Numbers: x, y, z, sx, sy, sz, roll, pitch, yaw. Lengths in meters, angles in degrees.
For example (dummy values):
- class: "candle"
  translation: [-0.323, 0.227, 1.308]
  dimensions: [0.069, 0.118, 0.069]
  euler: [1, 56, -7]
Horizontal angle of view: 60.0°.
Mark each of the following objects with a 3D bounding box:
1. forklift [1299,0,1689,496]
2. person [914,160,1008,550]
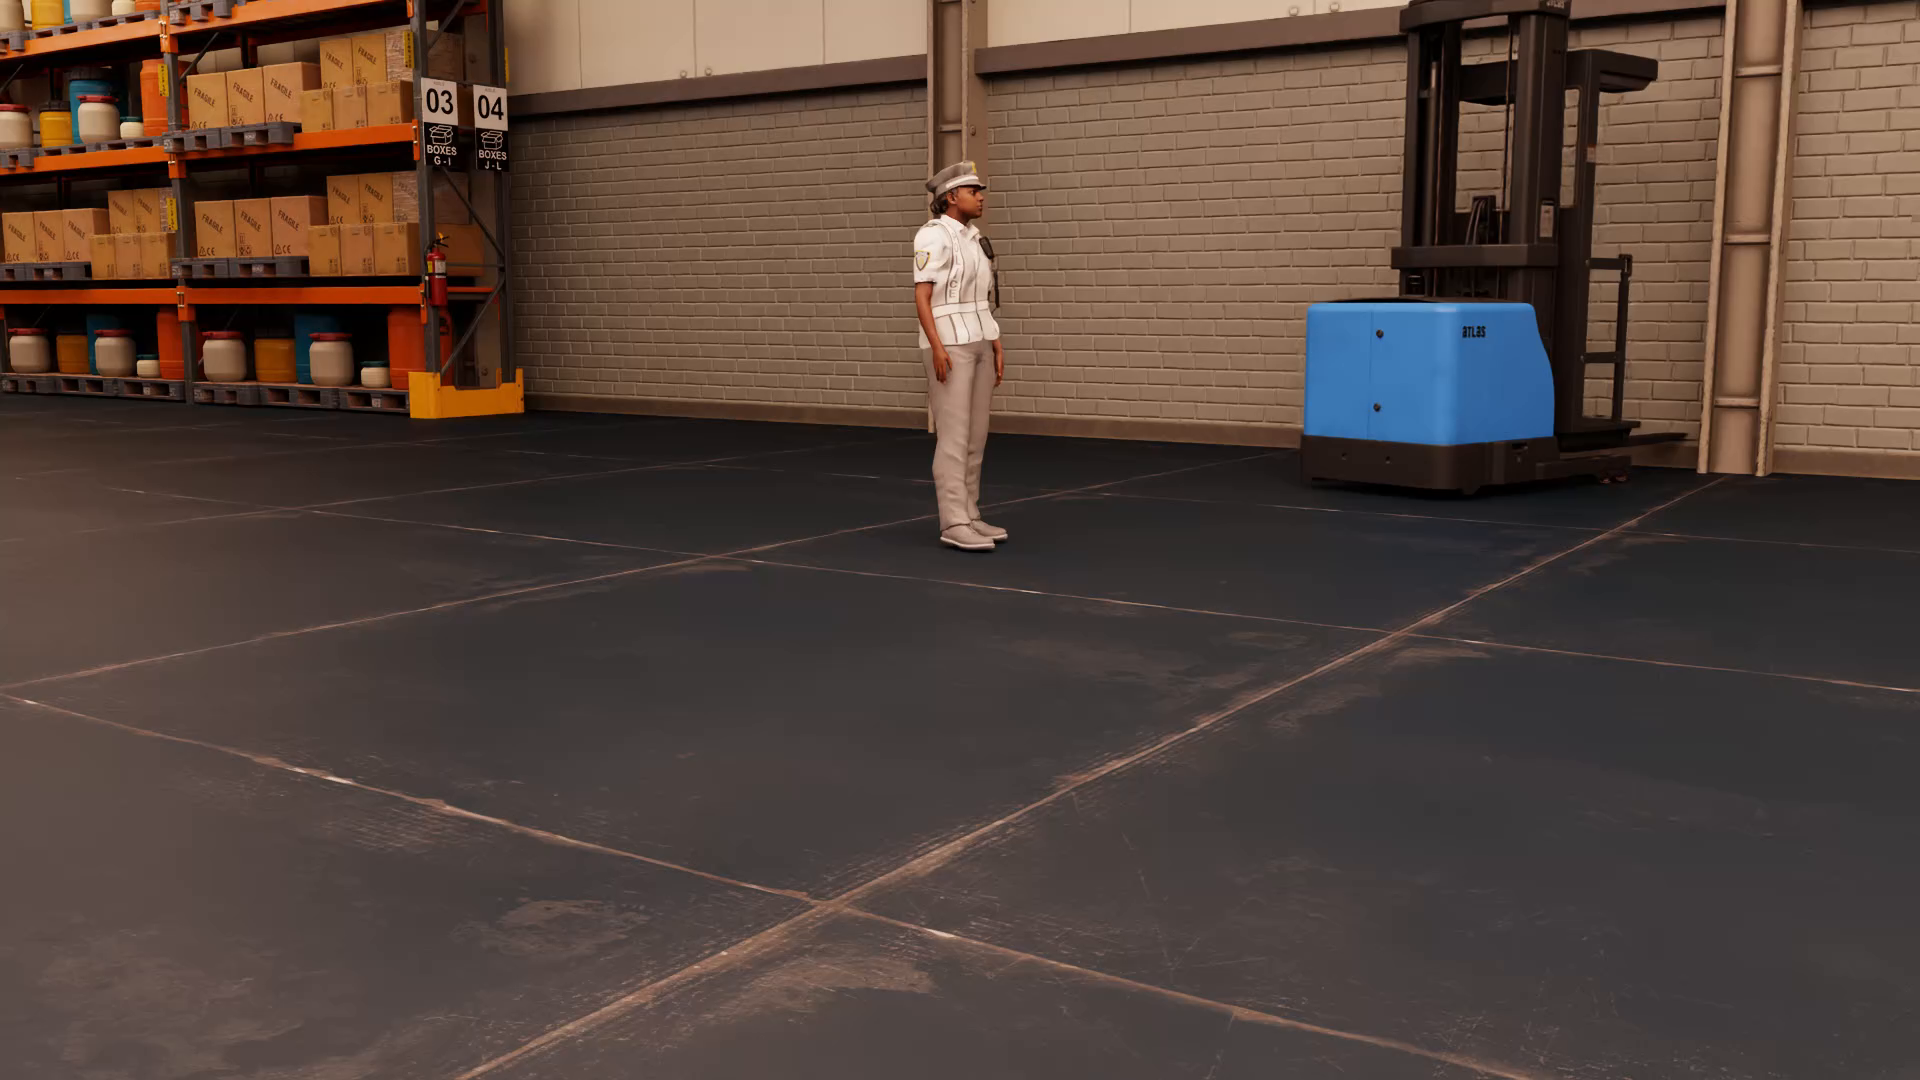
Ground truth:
- class: "forklift"
  translation: [3.455, -1.838, 10.118]
  dimensions: [3.031, 2.935, 1.130]
  euler: [-7, 10, -39]
- class: "person"
  translation: [0.051, -0.838, 7.425]
  dimensions: [0.528, 1.695, 0.569]
  euler: [5, 10, 34]
